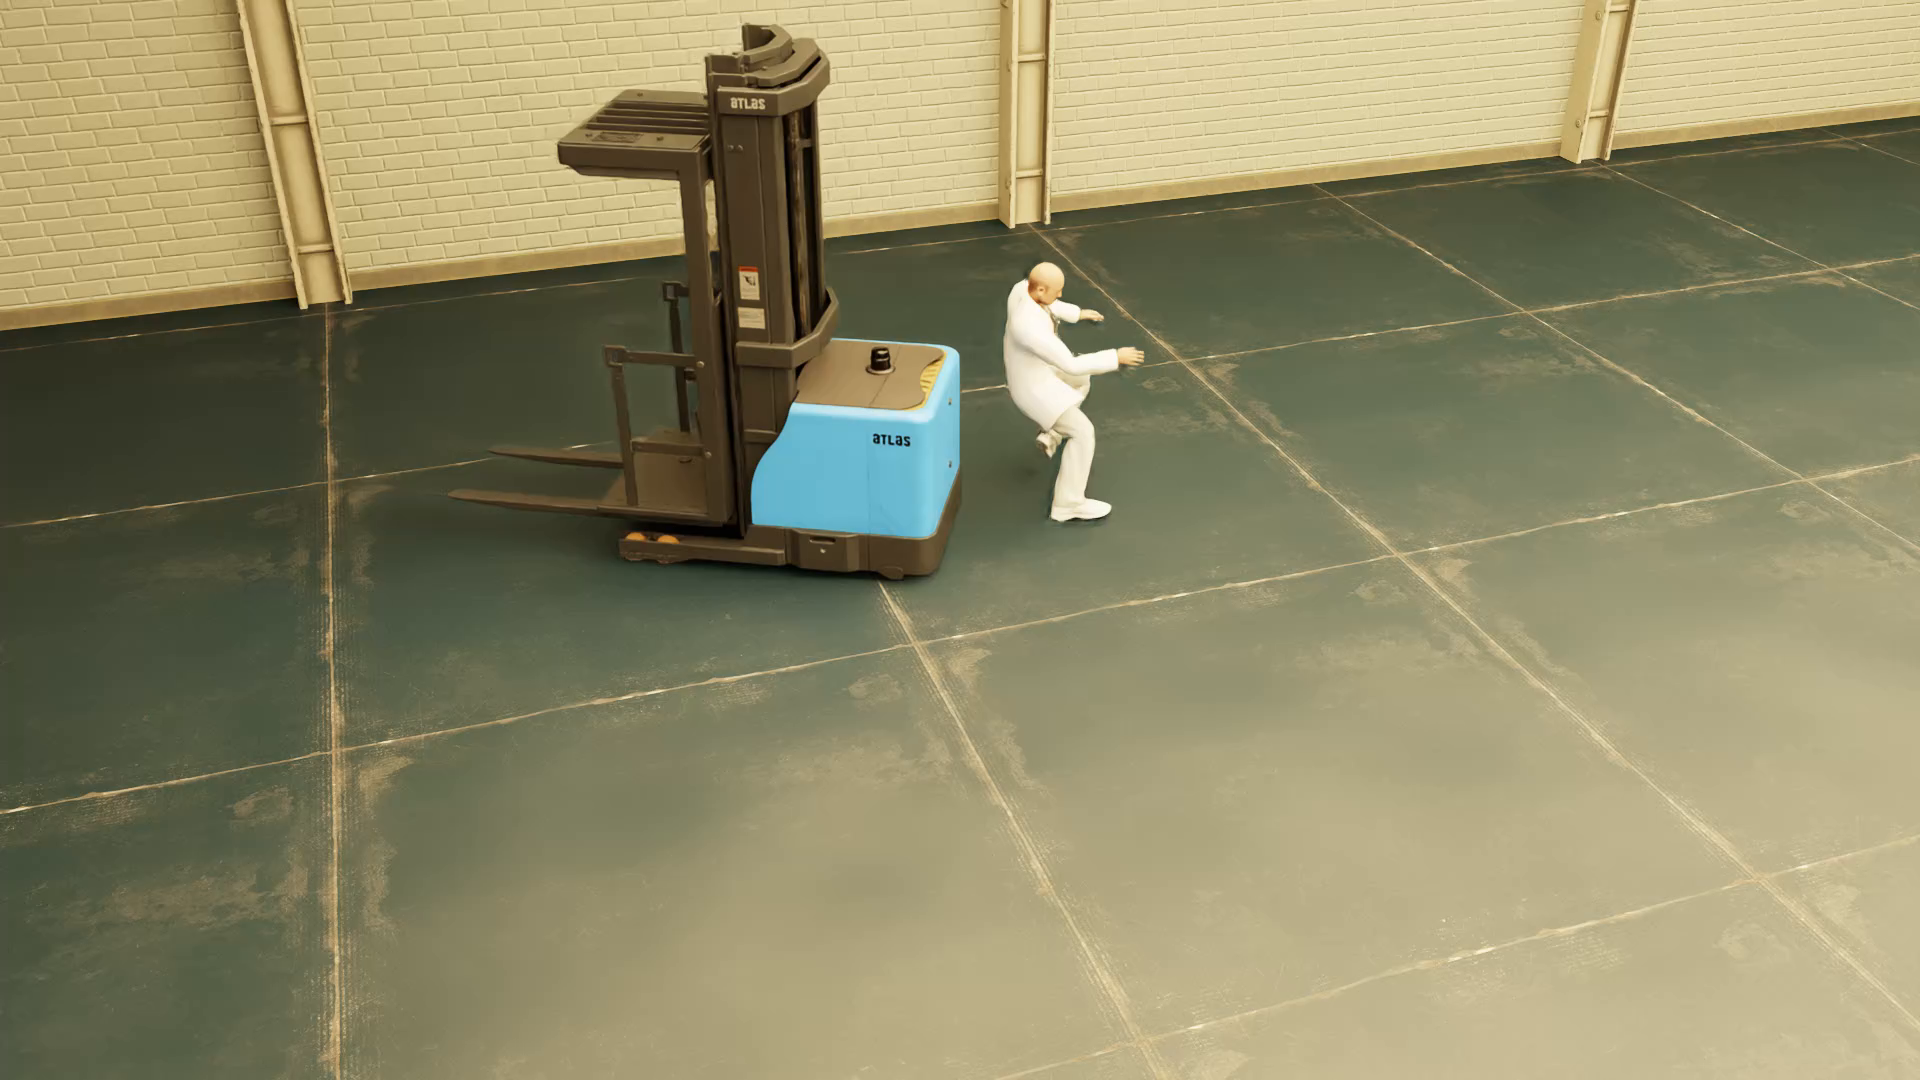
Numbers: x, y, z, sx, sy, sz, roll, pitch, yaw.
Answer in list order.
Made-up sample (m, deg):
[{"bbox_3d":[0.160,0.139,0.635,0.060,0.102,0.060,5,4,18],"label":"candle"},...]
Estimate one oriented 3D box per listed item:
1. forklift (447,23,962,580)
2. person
[{"bbox_3d":[-1.554,-1.382,9.488,3.031,2.935,1.130,5,30,8],"label":"forklift"},{"bbox_3d":[0.681,-1.000,10.222,0.825,1.535,0.898,-1,30,-2],"label":"person"}]
